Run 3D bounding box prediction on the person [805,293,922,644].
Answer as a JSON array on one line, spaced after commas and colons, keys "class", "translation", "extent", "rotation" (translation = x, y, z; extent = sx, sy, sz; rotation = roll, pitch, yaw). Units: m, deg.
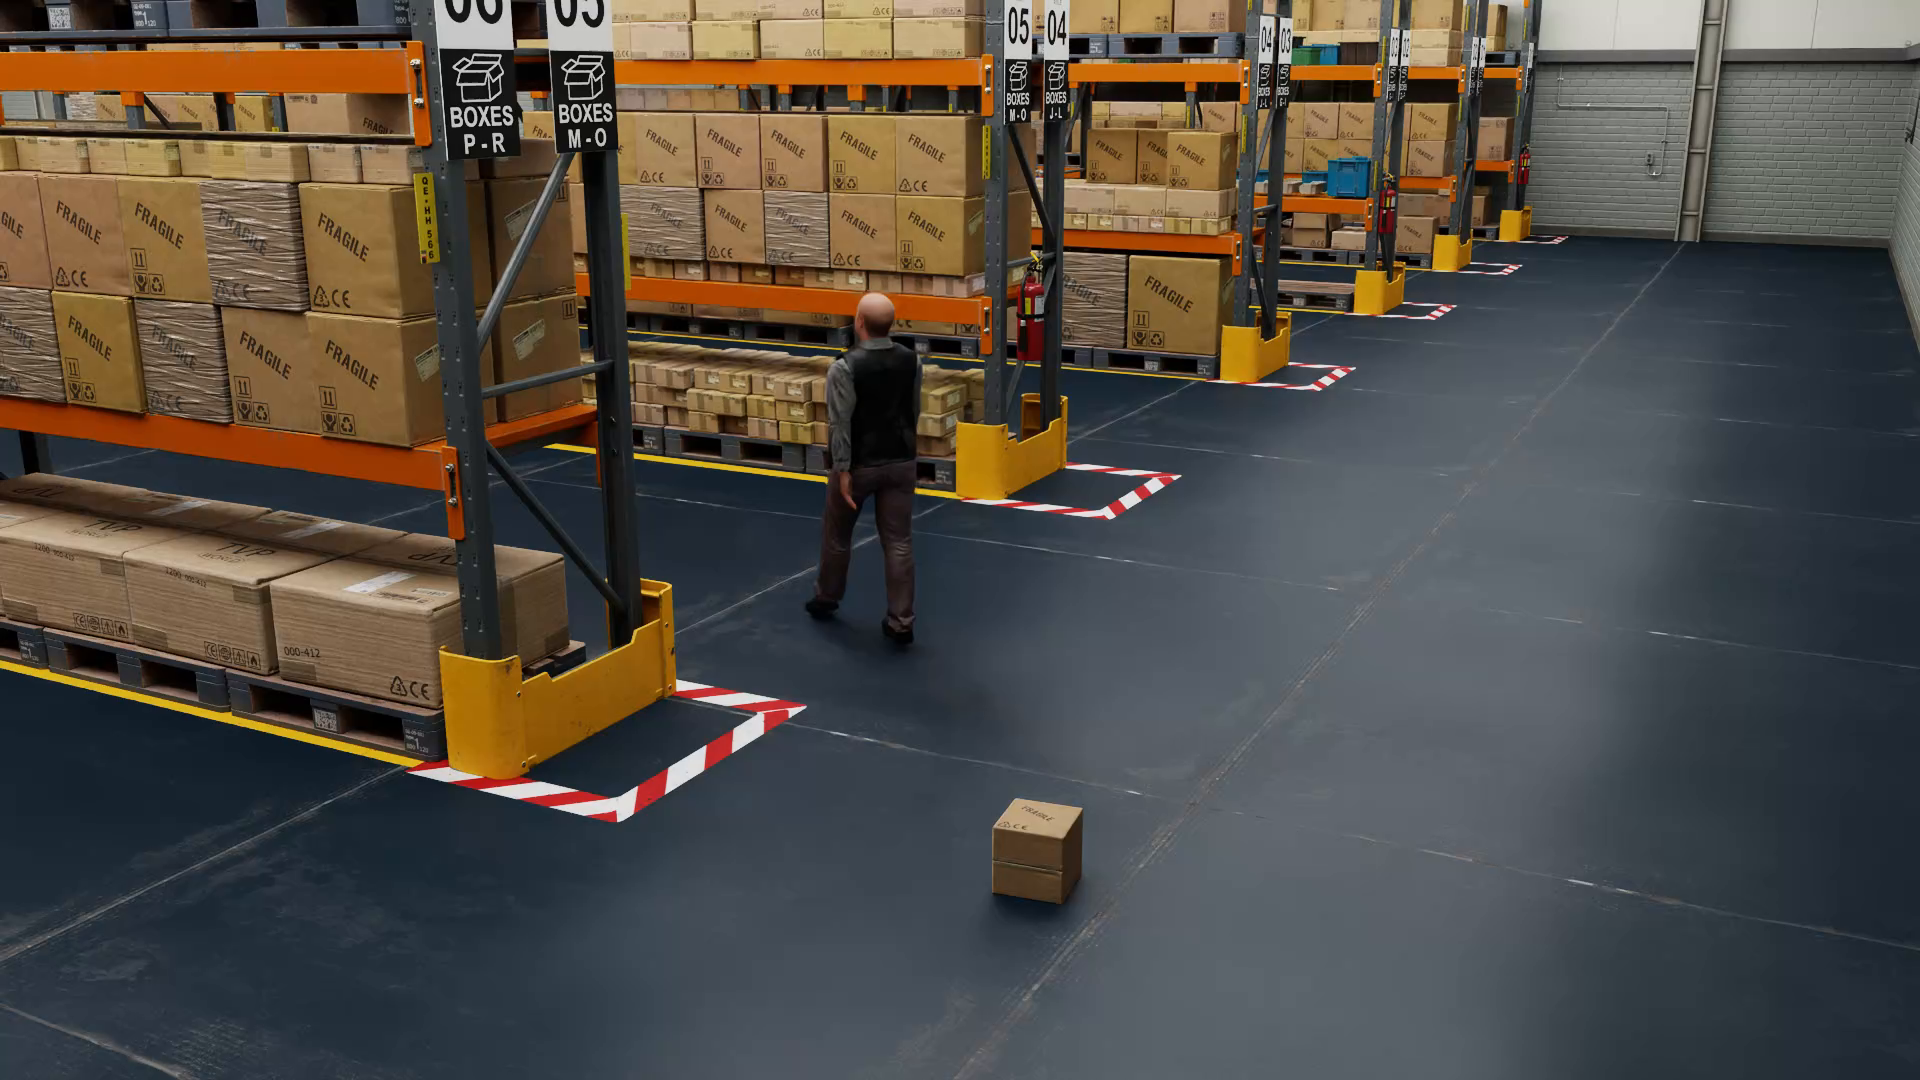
[{"class": "person", "translation": [-0.464, -0.388, 8.217], "extent": [0.539, 1.699, 0.894], "rotation": [-7, 17, -22]}]
